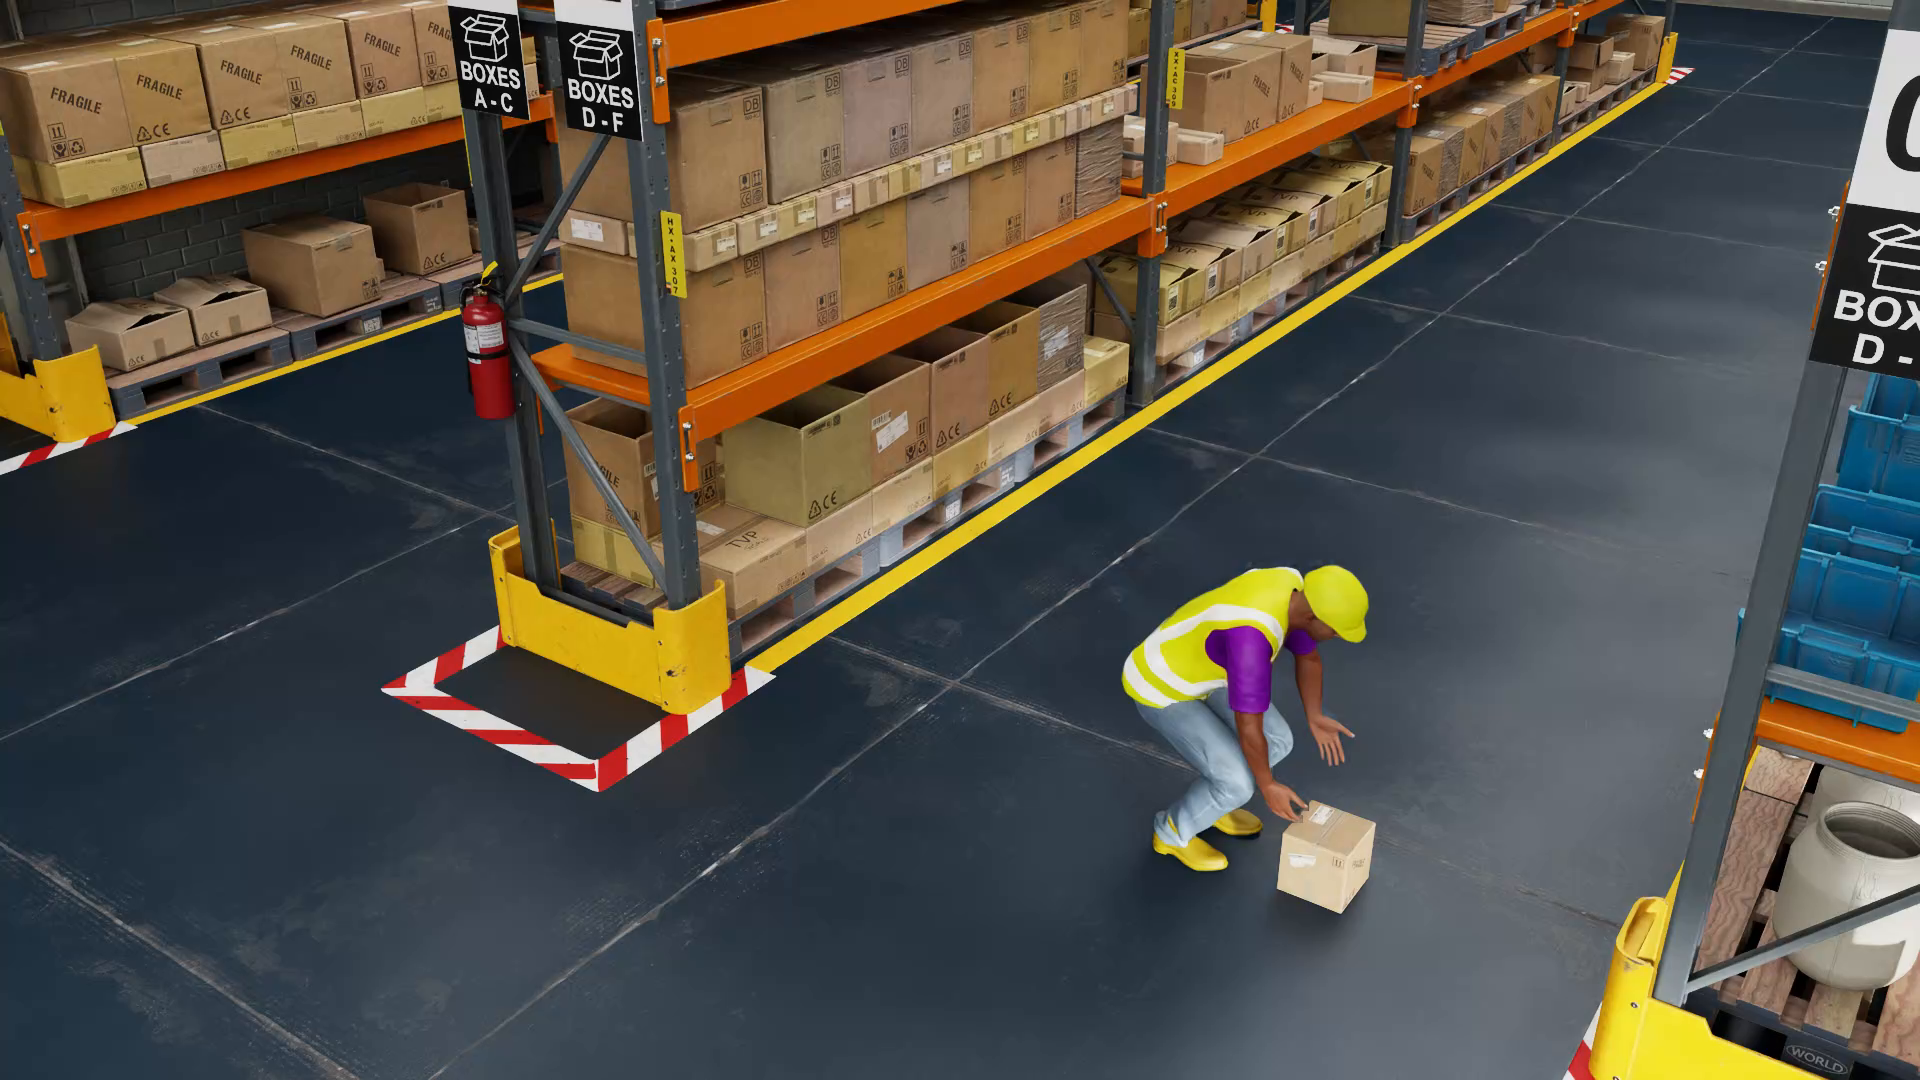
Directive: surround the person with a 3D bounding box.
[{"bbox_3d":[1.020,0.579,6.015,0.828,1.253,0.625,17,32,30],"label":"person"}]
